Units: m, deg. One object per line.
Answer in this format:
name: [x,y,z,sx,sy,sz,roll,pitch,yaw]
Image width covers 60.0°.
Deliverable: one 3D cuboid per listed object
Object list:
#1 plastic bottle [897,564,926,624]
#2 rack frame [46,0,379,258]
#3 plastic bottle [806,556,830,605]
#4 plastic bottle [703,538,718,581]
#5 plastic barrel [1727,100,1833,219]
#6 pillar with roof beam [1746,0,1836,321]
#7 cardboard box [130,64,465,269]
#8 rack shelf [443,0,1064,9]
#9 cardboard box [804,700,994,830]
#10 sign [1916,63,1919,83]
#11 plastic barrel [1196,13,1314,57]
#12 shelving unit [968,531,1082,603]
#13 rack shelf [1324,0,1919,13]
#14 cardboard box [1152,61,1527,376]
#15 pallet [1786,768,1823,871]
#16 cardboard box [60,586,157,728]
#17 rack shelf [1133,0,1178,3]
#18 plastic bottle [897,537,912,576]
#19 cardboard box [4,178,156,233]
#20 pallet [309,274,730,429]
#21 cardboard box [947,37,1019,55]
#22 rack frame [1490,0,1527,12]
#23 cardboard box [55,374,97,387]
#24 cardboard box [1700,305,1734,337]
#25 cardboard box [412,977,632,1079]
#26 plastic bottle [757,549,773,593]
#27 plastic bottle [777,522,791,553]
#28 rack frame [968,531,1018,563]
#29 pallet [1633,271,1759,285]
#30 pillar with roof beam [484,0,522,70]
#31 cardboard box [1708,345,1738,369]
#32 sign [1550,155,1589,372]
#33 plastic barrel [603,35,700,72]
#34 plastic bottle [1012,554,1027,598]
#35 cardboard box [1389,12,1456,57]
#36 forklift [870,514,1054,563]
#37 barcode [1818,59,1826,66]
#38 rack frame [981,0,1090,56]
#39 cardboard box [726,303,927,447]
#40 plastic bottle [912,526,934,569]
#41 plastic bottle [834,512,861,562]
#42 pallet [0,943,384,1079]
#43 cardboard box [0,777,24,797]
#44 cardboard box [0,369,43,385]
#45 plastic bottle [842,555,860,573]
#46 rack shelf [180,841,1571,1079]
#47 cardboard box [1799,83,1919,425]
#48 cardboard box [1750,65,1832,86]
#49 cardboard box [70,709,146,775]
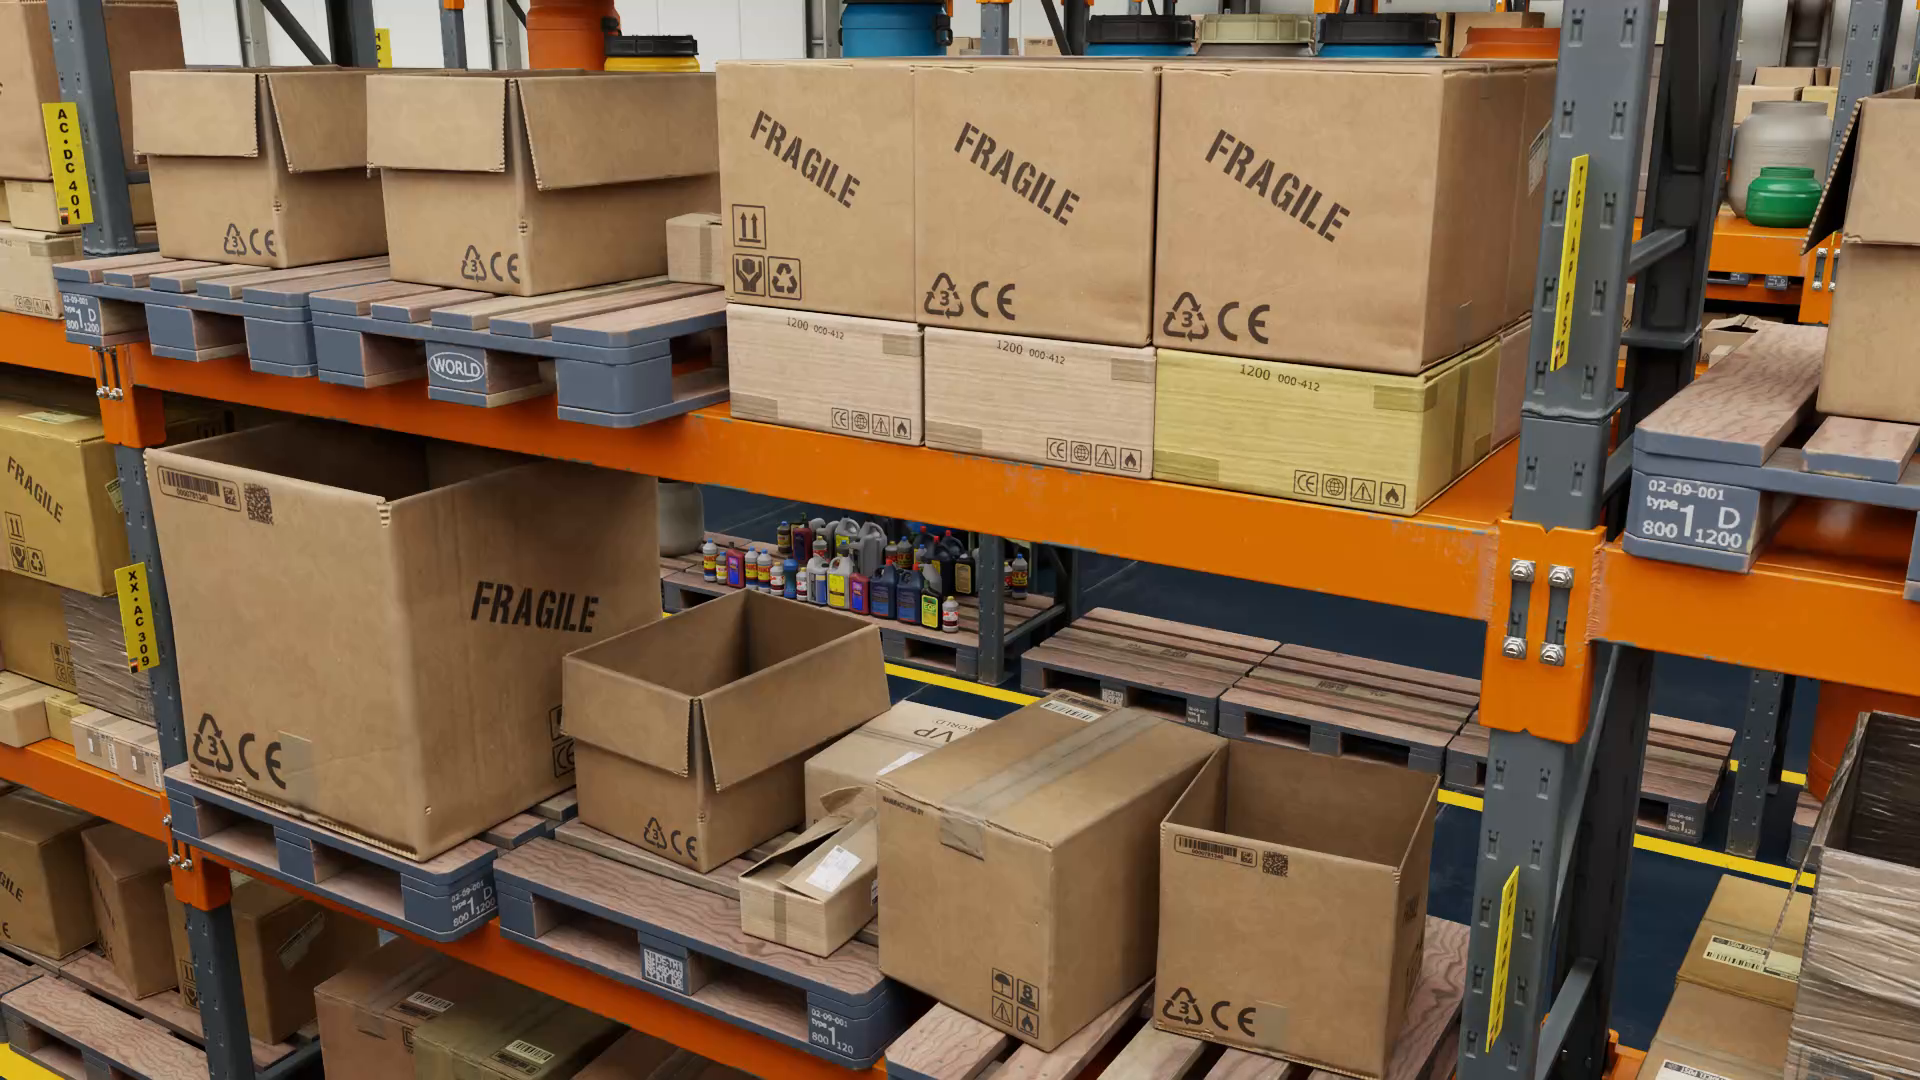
plastic bottle: [-0.283,0.315,9.985,0.185,0.351,0.144,10,19,29]
rack frame: [-2.176,-2.359,4.666,0.127,3.000,1.000,10,20,30]
plastic bottle: [-0.858,0.247,10.338,0.135,0.276,0.152,11,20,31]
plastic bottle: [-1.610,0.124,10.750,0.097,0.271,0.097,0,17,0]
plastic barrel: [3.721,-1.719,7.526,0.421,0.512,0.421,0,17,0]
pillar with roof beam: [6.102,-4.777,12.625,0.400,9.000,9.100,10,20,30]
cardboard box: [-1.827,-1.079,4.710,0.637,0.503,0.797,9,19,27]
rack shelf: [-1.288,-3.355,9.868,4.000,0.370,1.077,10,20,30]
cardboard box: [-0.075,0.678,4.522,0.500,0.250,0.500,9,19,29]
sign: [6.123,-2.918,10.639,0.005,0.325,0.100,10,20,30]
plastic barrel: [1.521,-2.268,8.662,0.600,0.901,0.600,0,17,0]
shelving unit: [0.430,-0.366,11.005,0.431,1.500,0.755,-11,20,-32]
rack shelf: [4.716,-3.973,11.902,4.000,0.370,1.077,10,20,30]
cardboard box: [0.695,-0.613,3.047,0.500,0.500,0.500,11,20,31]
pallet: [4.518,1.337,7.618,1.213,0.211,1.003,10,20,30]
cardboard box: [-2.527,0.237,5.756,0.500,0.500,0.875,10,20,30]
rack shelf: [3.897,-5.998,17.888,4.000,0.370,1.077,10,20,30]
plastic bottle: [-0.360,0.112,10.789,0.097,0.271,0.097,0,17,0]
cardboard box: [-2.604,-1.021,4.993,0.250,0.149,0.380,11,20,32]
pallet: [-0.820,-0.557,4.216,1.003,0.211,1.213,10,20,30]
cardboard box: [0.091,-4.214,14.792,0.637,0.503,0.797,12,20,34]
rack frame: [5.601,-6.040,16.782,0.127,3.000,1.000,10,20,30]
cardboard box: [-2.853,-0.365,6.016,0.500,0.500,0.500,10,20,30]
cardboard box: [7.475,-2.210,16.749,0.500,0.250,0.500,10,20,30]
cardboard box: [-1.267,1.673,5.258,0.500,0.500,0.700,10,20,30]
plastic bottle: [-1.233,0.191,10.528,0.097,0.271,0.097,0,17,0]
plastic bottle: [-1.198,-0.025,11.360,0.097,0.201,0.097,0,17,0]
rack frame: [0.229,-0.455,11.298,0.400,1.500,0.023,-11,20,-32]
pallet: [7.301,-2.760,16.636,1.213,0.211,1.003,10,20,30]
pillar with roof beam: [-9.237,-7.515,21.638,0.400,9.000,9.100,10,20,30]
cardboard box: [5.509,-1.282,11.872,0.250,0.149,0.380,10,20,30]
sign: [0.947,-0.429,2.582,0.005,0.325,0.100,10,20,30]
plastic barrel: [-1.954,-2.908,10.587,0.600,0.588,0.600,0,17,0]
plastic bottle: [0.374,0.222,10.426,0.097,0.271,0.097,0,17,0]
cardboard box: [3.517,-3.761,12.688,0.500,0.500,0.500,10,20,31]
forklift: [-0.153,-1.594,12.586,1.130,2.935,3.031,-4,17,-13]
barcode: [8.339,-4.617,16.089,0.075,0.075,0.001,10,20,30]
rack frame: [0.416,-3.586,8.704,0.127,3.000,1.000,10,20,30]
cardboard box: [-0.157,-0.405,3.650,0.500,0.250,0.500,11,20,32]
plastic bottle: [-0.215,0.087,10.734,0.185,0.351,0.144,9,19,28]
plastic bottle: [-0.736,-0.006,11.040,0.185,0.351,0.144,11,20,32]
pallet: [-2.767,1.752,6.251,1.213,0.211,1.003,10,20,30]
cardboard box: [-4.010,1.179,6.916,0.500,0.500,0.500,12,21,35]
cardboard box: [-3.556,-0.310,5.836,0.500,0.500,0.500,10,20,30]
plastic bottle: [-0.690,0.239,10.349,0.133,0.283,0.061,10,20,30]
rack shelf: [-0.471,1.160,4.641,4.000,0.370,1.077,10,20,30]
cardboard box: [1.790,-0.491,2.776,0.637,0.503,0.797,11,20,33]
cardboard box: [7.953,-4.275,15.922,0.637,0.503,0.797,14,22,38]
cardboard box: [-2.721,0.631,5.575,0.250,0.149,0.380,10,20,30]
